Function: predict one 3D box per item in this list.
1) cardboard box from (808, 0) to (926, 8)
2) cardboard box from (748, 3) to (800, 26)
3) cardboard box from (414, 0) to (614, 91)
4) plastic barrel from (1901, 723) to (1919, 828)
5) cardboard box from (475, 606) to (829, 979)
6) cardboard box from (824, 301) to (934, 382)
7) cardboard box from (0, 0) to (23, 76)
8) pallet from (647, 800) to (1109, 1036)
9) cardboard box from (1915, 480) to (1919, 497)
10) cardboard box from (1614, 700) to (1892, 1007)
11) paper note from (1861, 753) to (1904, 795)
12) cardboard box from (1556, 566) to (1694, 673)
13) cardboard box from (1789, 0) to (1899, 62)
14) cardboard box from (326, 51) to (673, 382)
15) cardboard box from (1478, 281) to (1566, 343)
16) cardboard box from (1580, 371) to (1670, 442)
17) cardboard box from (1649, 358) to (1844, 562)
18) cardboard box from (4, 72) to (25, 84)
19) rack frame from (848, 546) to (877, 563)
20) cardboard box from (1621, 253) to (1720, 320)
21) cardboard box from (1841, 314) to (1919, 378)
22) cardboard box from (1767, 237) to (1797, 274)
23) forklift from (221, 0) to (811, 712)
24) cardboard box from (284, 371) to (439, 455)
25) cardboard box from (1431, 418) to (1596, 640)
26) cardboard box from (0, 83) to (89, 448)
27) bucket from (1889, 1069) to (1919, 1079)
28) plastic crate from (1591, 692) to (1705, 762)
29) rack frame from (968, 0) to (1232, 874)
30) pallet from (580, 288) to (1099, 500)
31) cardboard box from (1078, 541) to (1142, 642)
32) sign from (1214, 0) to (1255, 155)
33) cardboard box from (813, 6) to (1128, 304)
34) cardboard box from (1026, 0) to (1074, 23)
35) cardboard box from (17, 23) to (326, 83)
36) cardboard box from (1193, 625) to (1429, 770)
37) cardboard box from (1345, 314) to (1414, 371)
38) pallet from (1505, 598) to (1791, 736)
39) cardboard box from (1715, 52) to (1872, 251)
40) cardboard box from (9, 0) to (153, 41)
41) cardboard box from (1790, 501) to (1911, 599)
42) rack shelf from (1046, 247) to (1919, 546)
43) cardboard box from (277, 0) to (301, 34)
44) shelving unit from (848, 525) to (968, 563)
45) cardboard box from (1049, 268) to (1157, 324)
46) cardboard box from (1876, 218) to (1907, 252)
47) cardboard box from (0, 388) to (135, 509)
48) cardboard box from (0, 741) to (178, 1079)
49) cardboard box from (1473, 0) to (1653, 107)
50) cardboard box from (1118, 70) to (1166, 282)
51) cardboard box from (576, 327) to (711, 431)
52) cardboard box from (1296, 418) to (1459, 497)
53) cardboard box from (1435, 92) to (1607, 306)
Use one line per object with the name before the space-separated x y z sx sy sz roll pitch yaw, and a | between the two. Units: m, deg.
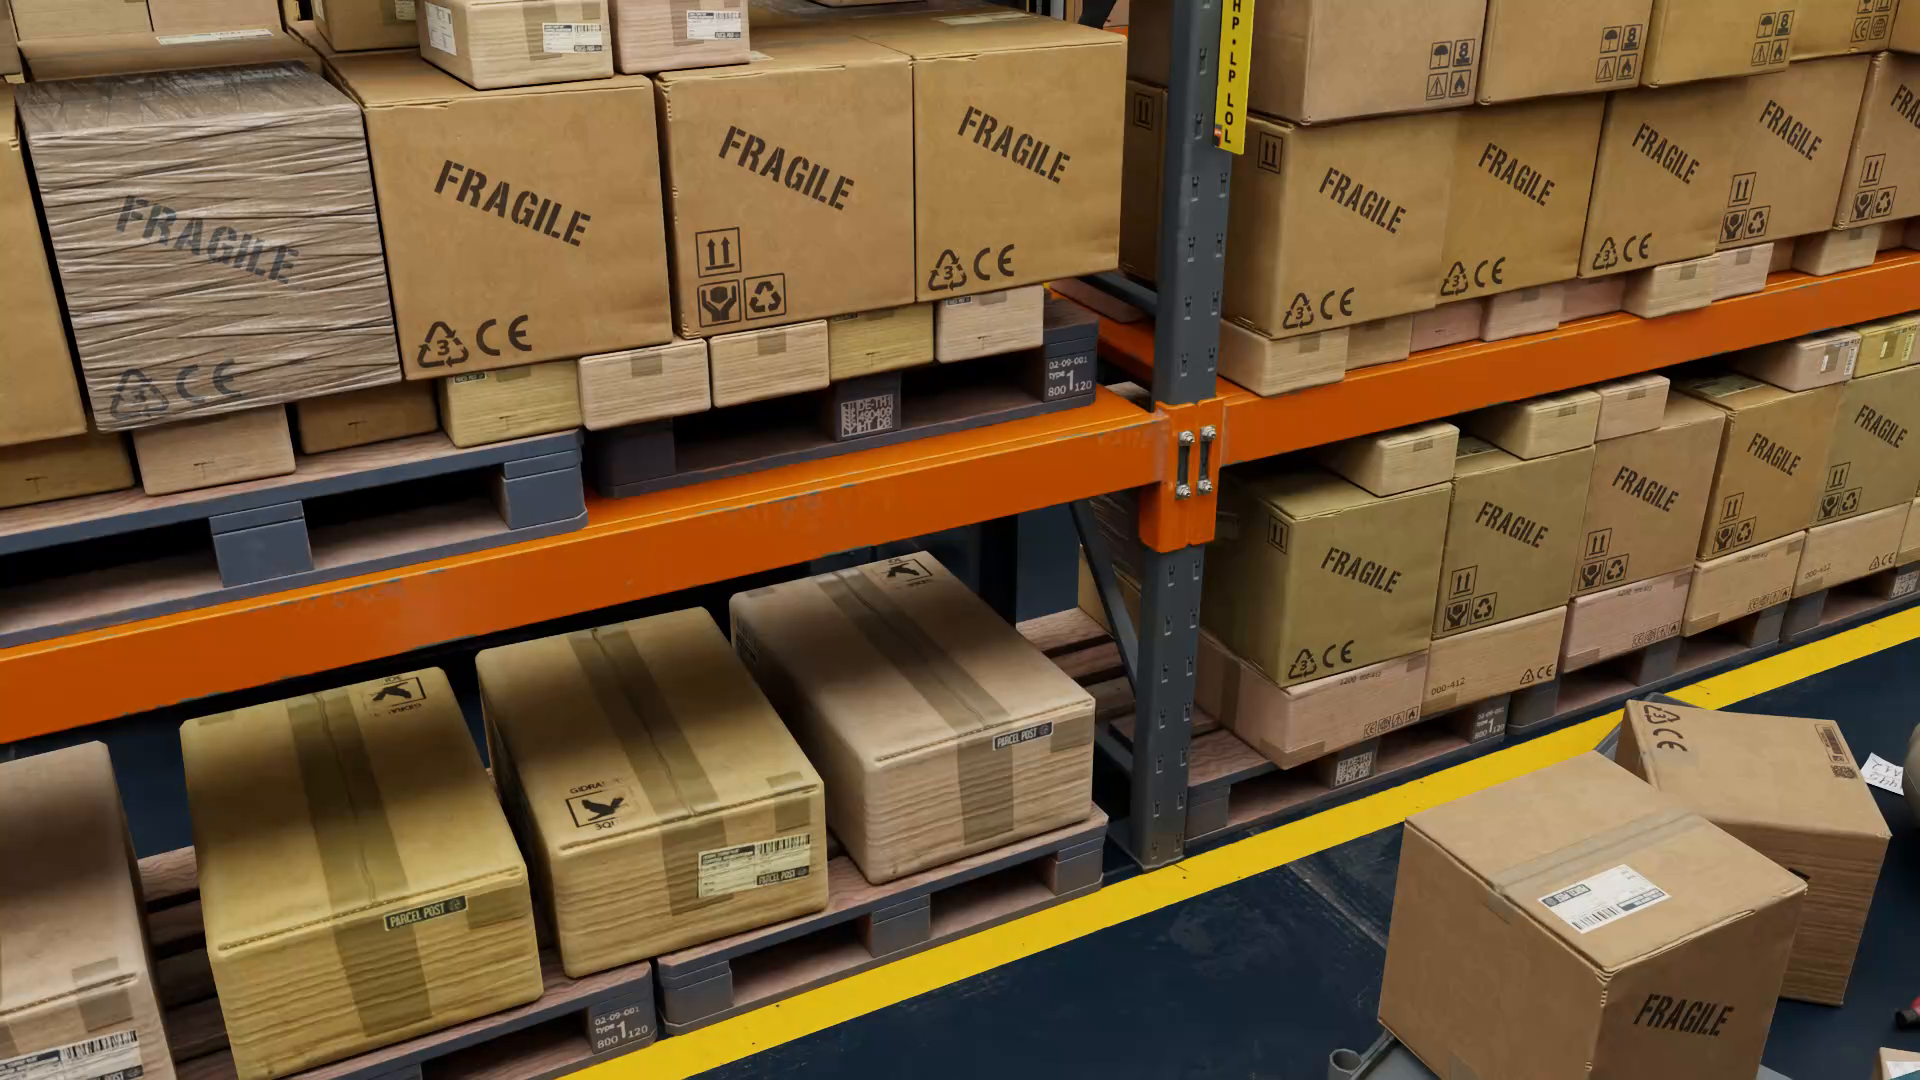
cardboard box | -0.272 -1.370 3.944 0.250 0.149 0.380 -13 29 -25
cardboard box | -0.680 -0.950 3.819 0.500 0.500 0.500 -13 29 -25
cardboard box | -0.824 -0.940 3.049 0.250 0.149 0.380 -14 29 -27
plastic barrel | 2.729 0.676 4.354 0.421 0.421 0.512 5 26 11
cardboard box | -0.784 0.581 4.125 0.625 0.372 0.950 -11 28 -22
cardboard box | -0.255 -0.489 3.607 0.250 0.149 0.380 -14 29 -27
cardboard box | -1.909 -0.957 3.084 0.250 0.149 0.380 -14 29 -28
pallet | -0.376 0.746 4.452 1.213 0.211 1.003 -13 29 -25
cardboard box | 3.255 -0.510 5.671 0.500 0.500 0.500 -13 28 -25
cardboard box | 1.896 0.757 4.092 0.500 0.500 0.500 5 26 11
paper note | 2.688 0.676 4.806 0.142 0.019 0.148 21 33 37
cardboard box | 1.890 0.141 5.182 0.500 0.250 0.500 -13 29 -26
cardboard box | 2.134 -1.635 4.576 0.500 0.500 0.700 -13 29 -25
cardboard box | -0.885 -0.652 3.199 0.500 0.500 0.500 -12 28 -23
cardboard box | 1.392 -0.672 4.475 0.250 0.149 0.380 -12 28 -24
cardboard box | 1.785 -0.431 4.758 0.250 0.149 0.380 -11 28 -22
cardboard box | 2.348 -0.302 5.239 0.500 0.500 0.500 -14 29 -26
cardboard box | -4.155 -1.888 6.889 0.500 0.250 0.500 -14 29 -27
rack frame | -0.361 -0.457 5.817 0.015 1.200 0.240 -13 29 -25
cardboard box | 1.872 -0.755 4.648 0.250 0.149 0.380 -13 28 -25
cardboard box | 2.740 -0.652 5.217 0.250 0.149 0.380 -12 28 -24
cardboard box | 2.252 -0.910 4.969 0.250 0.149 0.380 -13 29 -25
forklift | -2.075 -1.004 4.954 3.031 2.935 1.130 -10 27 -20
cardboard box | -1.202 -0.319 3.254 0.250 0.149 0.380 -14 29 -27
cardboard box | 1.424 -0.088 4.794 0.500 0.500 0.500 -12 28 -23
cardboard box | -1.792 -0.447 2.770 0.500 0.500 0.500 -12 28 -24
bucket | 1.764 1.082 2.556 0.620 0.611 0.726 -13 27 -3
plastic crate | 2.081 0.640 4.825 0.402 0.080 0.583 21 33 37
rack frame | 0.310 -0.670 4.180 0.127 3.000 1.000 -13 29 -25
pallet | -0.433 -0.483 4.013 1.213 0.211 1.003 -13 29 -25
cardboard box | 0.705 0.157 5.149 0.500 0.250 0.500 -12 28 -23
sign | 0.574 -0.981 3.489 0.005 0.325 0.100 -13 29 -25
cardboard box | 0.010 -0.857 3.624 0.500 0.500 0.500 -14 29 -26
cardboard box | 0.276 -3.017 8.954 0.500 0.500 0.500 -14 29 -26
cardboard box | -1.571 -0.746 3.394 0.500 0.500 0.500 -14 29 -27
cardboard box | 0.958 0.363 4.719 0.500 0.250 0.500 -14 29 -27
cardboard box | 0.937 -0.570 4.261 0.250 0.149 0.380 -12 28 -24
pallet | 1.964 0.187 5.617 1.213 0.211 1.003 -13 29 -25
cardboard box | 2.147 -1.151 4.723 0.500 0.500 0.500 -13 28 -24
cardboard box | -3.701 -2.220 7.004 0.500 0.250 0.500 -13 28 -24
cardboard box | 2.792 -0.065 5.610 0.500 0.250 0.500 -13 29 -25
rack shelf | 2.075 -0.753 5.184 4.000 0.370 1.077 -13 29 -25
cardboard box | -2.793 -2.417 7.415 0.500 0.250 0.500 -14 29 -26
shelving unit | -0.146 -0.507 5.920 0.503 1.200 0.258 -13 29 -25
cardboard box | 0.450 -0.739 4.613 0.250 0.149 0.380 -13 29 -26
cardboard box | 2.697 -1.013 5.185 0.250 0.149 0.380 -13 28 -24
cardboard box | -1.658 -0.209 3.024 0.250 0.149 0.380 -12 28 -23
cardboard box | -2.069 0.875 3.512 0.625 0.372 0.950 -14 29 -26
cardboard box | 1.261 -1.402 4.091 0.500 0.500 0.700 -13 28 -25
cardboard box | 0.585 -1.035 4.480 0.500 0.500 0.500 -14 29 -26
cardboard box | -0.689 -0.369 3.359 0.250 0.149 0.380 -13 28 -25
cardboard box | 1.096 -0.270 4.422 0.250 0.149 0.380 -13 28 -24
cardboard box | 1.261 -0.943 4.290 0.500 0.500 0.500 -13 29 -25
